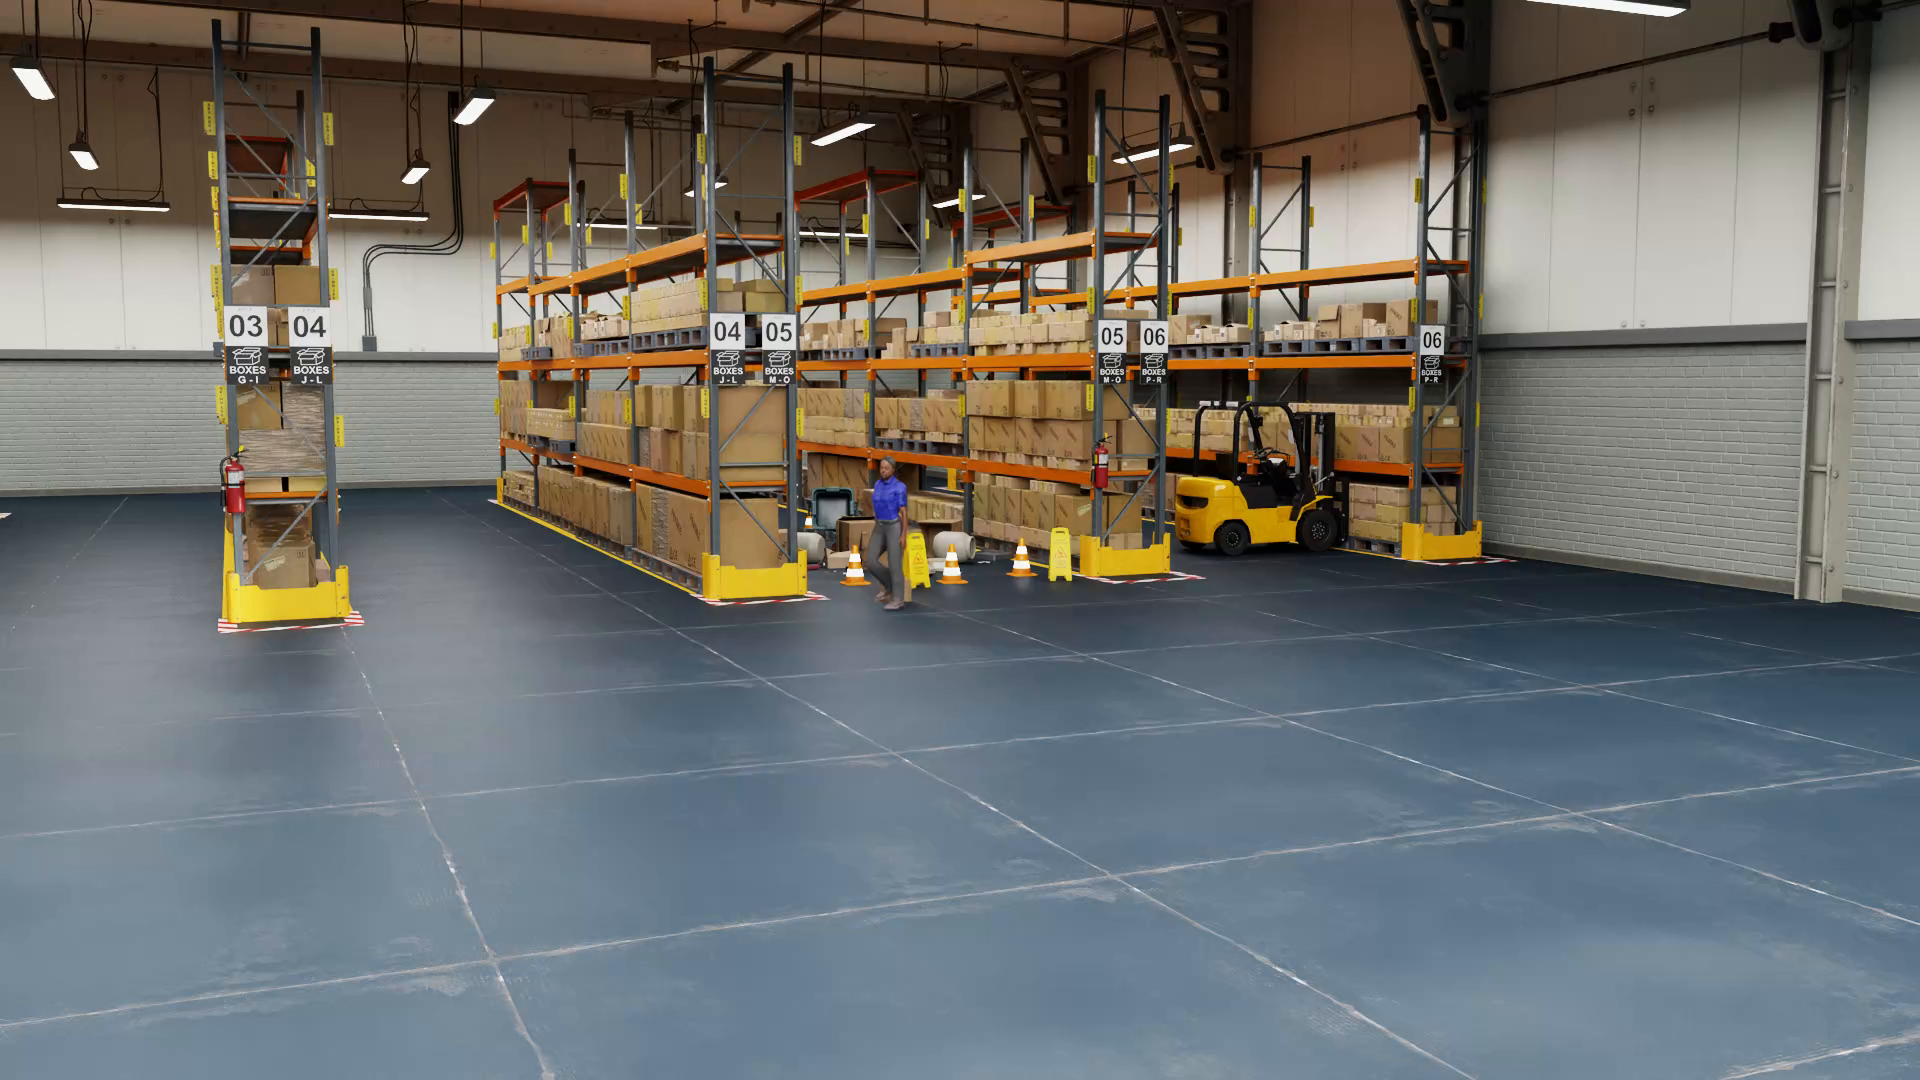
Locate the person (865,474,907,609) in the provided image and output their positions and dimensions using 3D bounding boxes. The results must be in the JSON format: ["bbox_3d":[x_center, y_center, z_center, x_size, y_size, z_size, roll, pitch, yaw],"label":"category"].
[{"bbox_3d":[-0.744,0.015,17.795,0.505,1.451,0.461,4,7,37],"label":"person"}]
